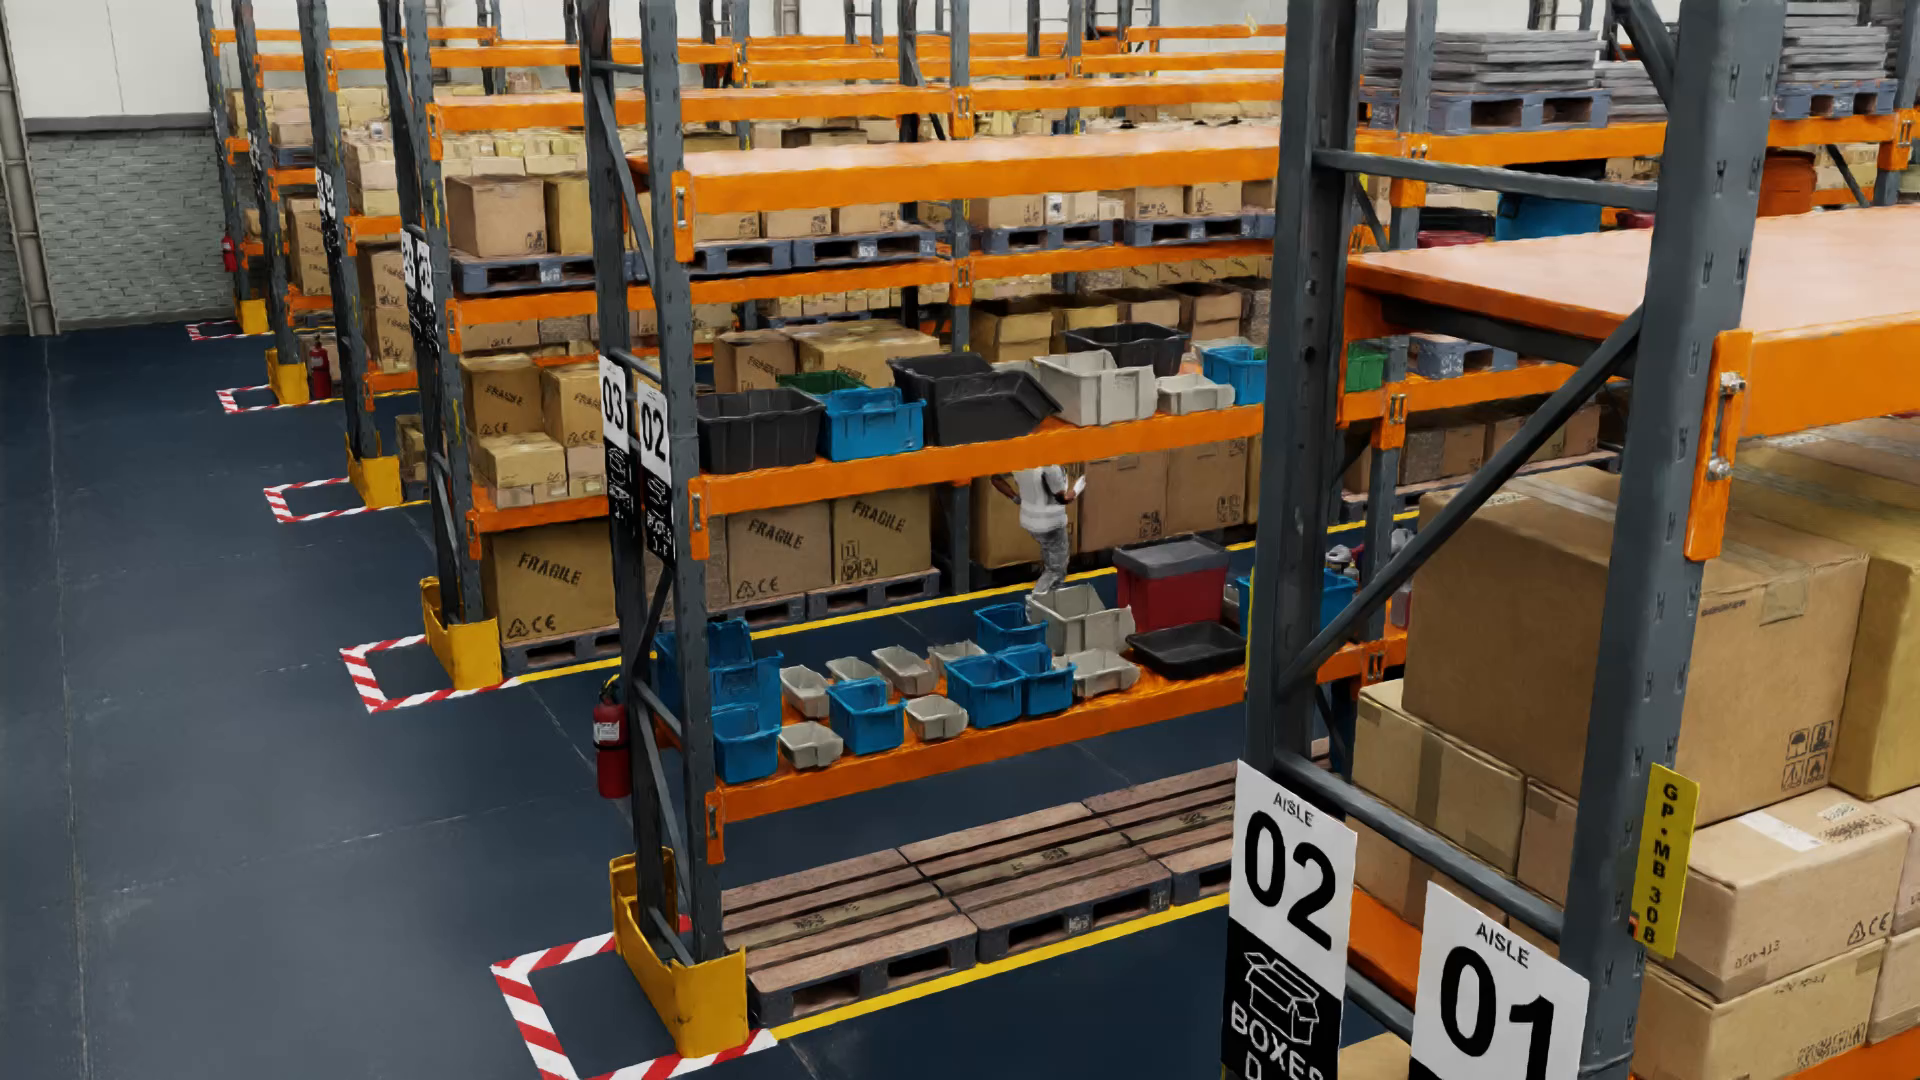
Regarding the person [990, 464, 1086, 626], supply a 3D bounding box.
[{"bbox_3d":[0.675,-0.117,12.987,0.685,1.788,0.656,-8,20,-24],"label":"person"}]
